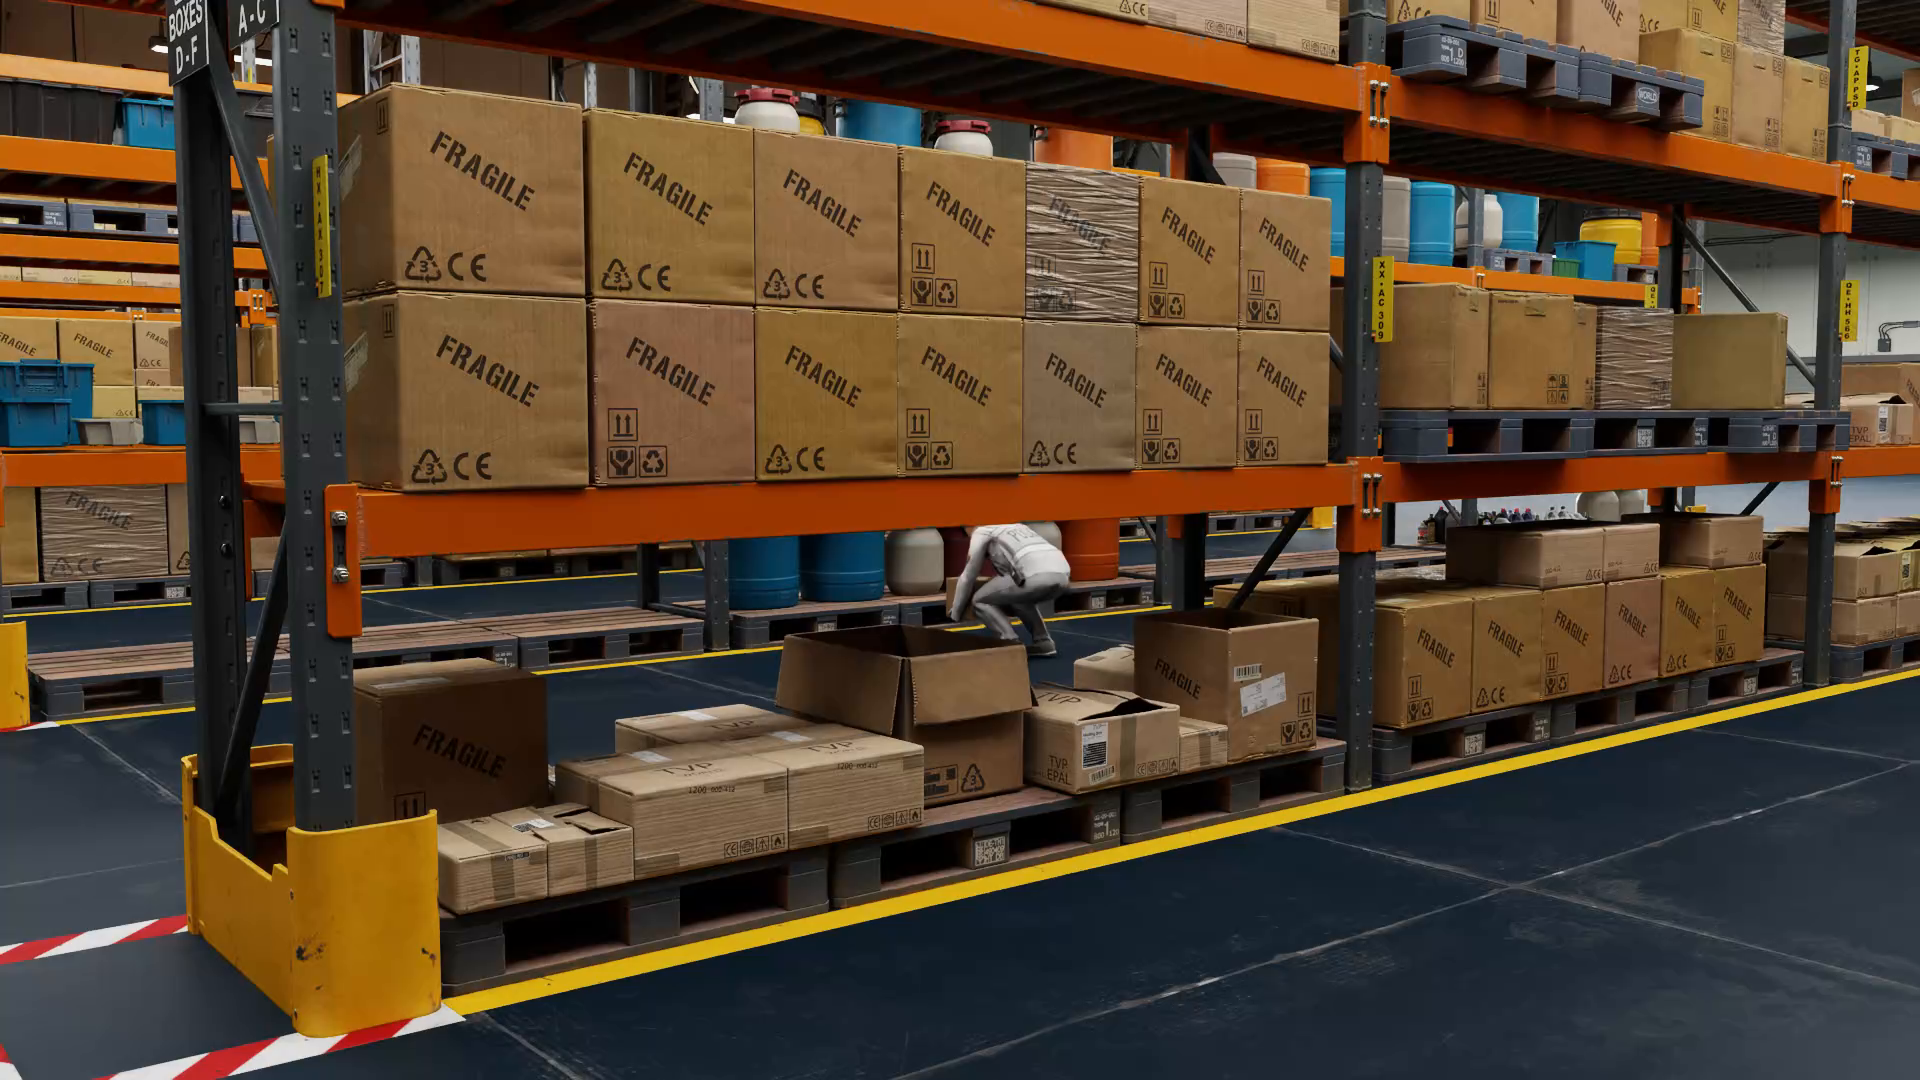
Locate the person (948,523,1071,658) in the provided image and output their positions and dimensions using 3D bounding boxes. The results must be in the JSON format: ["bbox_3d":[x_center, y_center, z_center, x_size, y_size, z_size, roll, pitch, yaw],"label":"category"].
[{"bbox_3d":[0.295,0.232,10.277,0.458,0.979,0.859,-4,6,-40],"label":"person"}]
